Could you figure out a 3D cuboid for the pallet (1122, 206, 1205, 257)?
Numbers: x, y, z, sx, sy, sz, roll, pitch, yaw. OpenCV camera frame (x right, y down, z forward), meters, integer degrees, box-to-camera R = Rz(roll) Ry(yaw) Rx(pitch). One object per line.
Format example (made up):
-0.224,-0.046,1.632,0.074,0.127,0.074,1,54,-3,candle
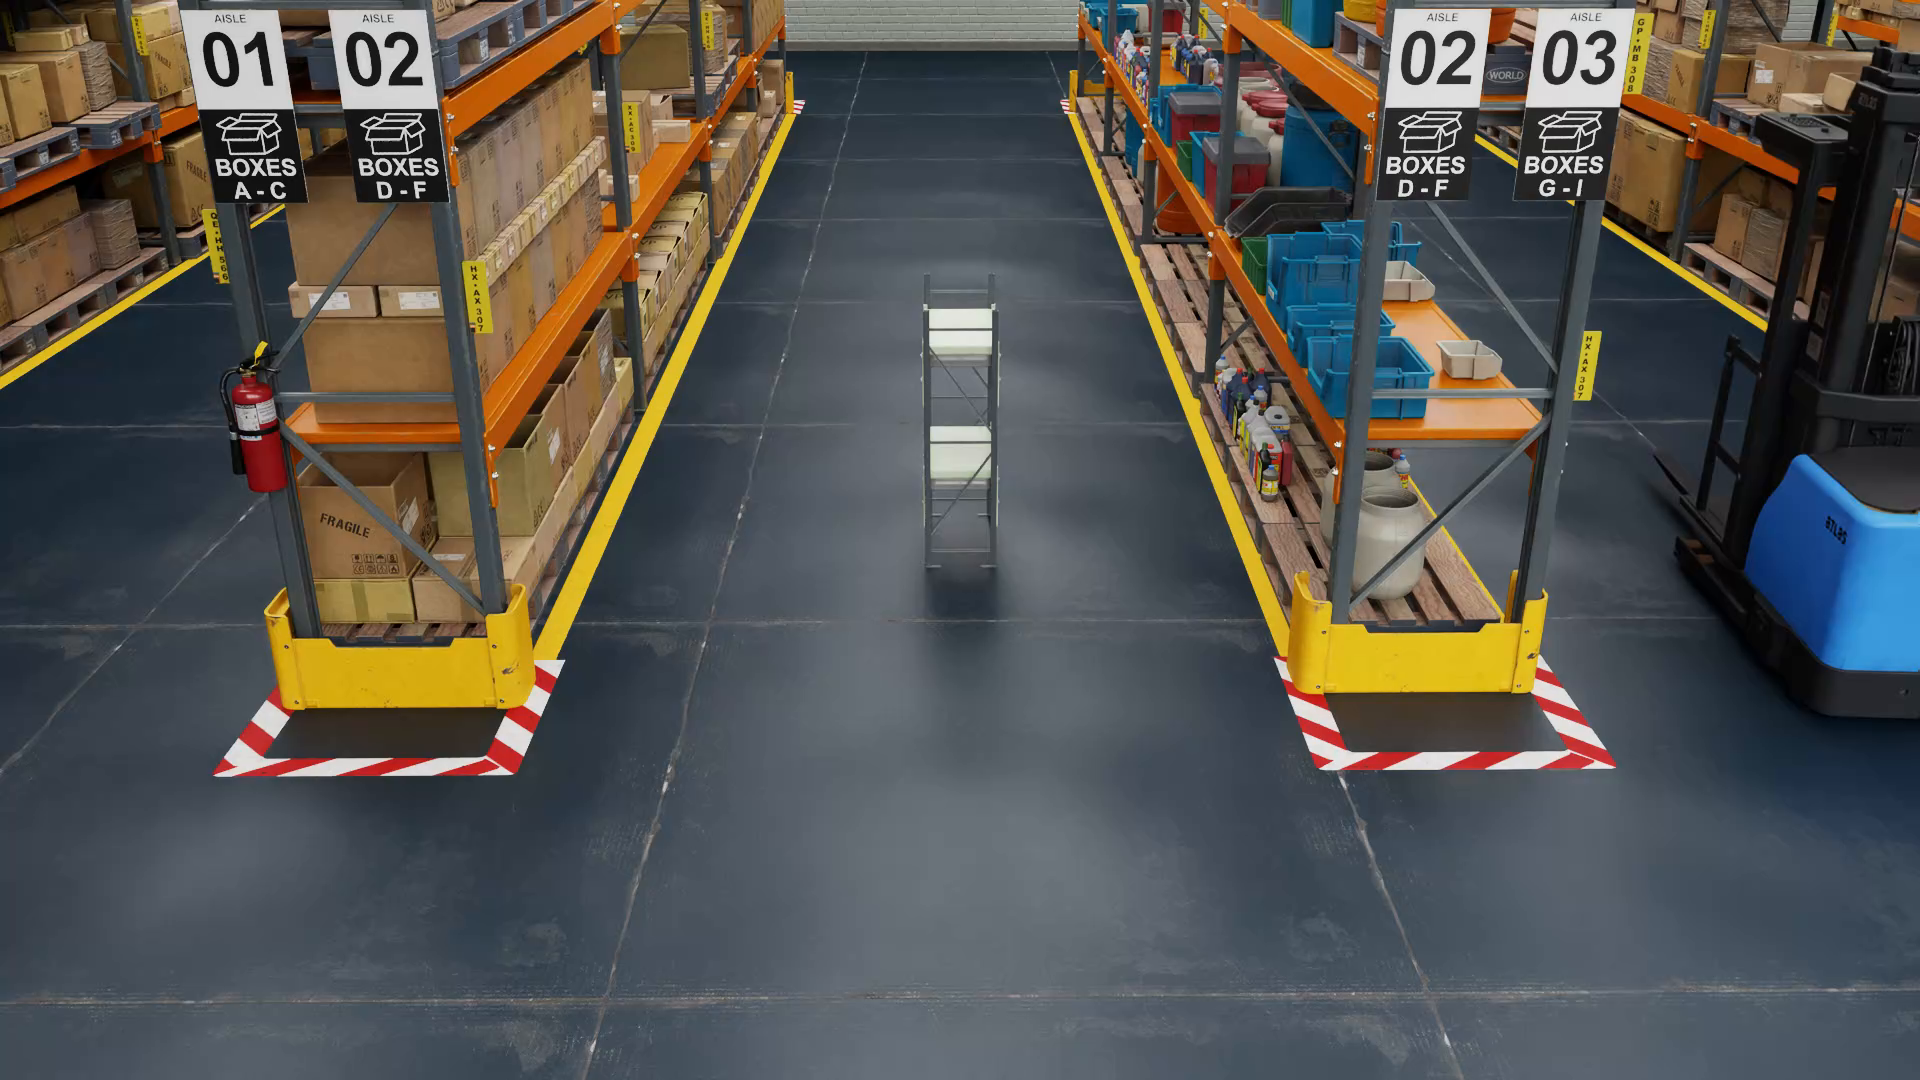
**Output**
2.136,-3.010,16.148,1.003,0.211,1.213,0,24,-1,pallet

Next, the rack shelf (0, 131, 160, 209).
-7.699,-2.759,13.084,1.077,0.370,4.000,0,24,-1,rack shelf

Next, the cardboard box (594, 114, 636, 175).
-2.721,-2.866,12.325,0.500,0.500,0.500,1,24,3,cardboard box

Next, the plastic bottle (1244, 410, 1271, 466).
1.832,-0.637,10.199,0.144,0.351,0.185,1,24,2,plastic bottle

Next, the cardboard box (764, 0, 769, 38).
-2.556,-6.257,19.823,0.500,0.500,0.500,0,24,-1,cardboard box

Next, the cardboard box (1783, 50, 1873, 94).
7.291,-3.763,13.799,0.700,0.500,0.500,3,25,7,cardboard box

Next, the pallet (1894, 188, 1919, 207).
7.319,-2.558,11.998,1.003,0.211,1.213,0,24,-1,pallet

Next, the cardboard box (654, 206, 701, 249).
-2.503,-2.700,14.226,0.500,0.311,0.500,-1,24,-1,cardboard box

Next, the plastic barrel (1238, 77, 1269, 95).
2.411,-3.584,13.898,0.421,0.512,0.421,0,24,0,plastic barrel

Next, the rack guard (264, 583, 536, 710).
-2.680,0.510,8.015,1.175,0.500,0.348,0,24,-1,rack guard

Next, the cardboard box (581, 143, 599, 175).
-2.506,-2.415,10.541,0.380,0.149,0.250,-1,24,-2,cardboard box

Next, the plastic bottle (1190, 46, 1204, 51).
2.479,-5.028,17.378,0.152,0.276,0.135,0,24,-1,plastic bottle

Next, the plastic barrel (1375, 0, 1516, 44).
2.141,-2.612,7.216,0.600,0.830,0.708,0,24,-1,plastic barrel

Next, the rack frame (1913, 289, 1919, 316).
7.182,-2.330,11.261,1.000,3.000,0.127,0,24,-1,rack frame

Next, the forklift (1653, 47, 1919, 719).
4.601,-1.059,8.535,1.130,2.935,3.031,1,24,3,forklift

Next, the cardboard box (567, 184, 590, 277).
-2.700,-1.932,10.260,0.700,0.500,0.500,-1,24,-1,cardboard box

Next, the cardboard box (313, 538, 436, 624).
-2.981,0.203,8.487,0.500,0.250,0.500,0,24,-1,cardboard box

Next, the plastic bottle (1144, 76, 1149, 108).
1.752,-4.162,15.455,0.061,0.283,0.133,0,24,-1,plastic bottle

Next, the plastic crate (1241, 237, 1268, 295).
1.962,-1.650,10.016,0.450,0.188,0.662,0,24,-1,plastic crate

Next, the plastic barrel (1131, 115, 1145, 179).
2.139,-4.323,17.705,0.600,0.901,0.708,0,24,-1,plastic barrel

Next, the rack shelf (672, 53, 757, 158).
-2.789,-4.431,16.781,1.077,0.370,4.000,0,24,-1,rack shelf

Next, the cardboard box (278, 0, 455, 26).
-2.682,-2.544,7.290,0.797,0.503,0.637,1,24,3,cardboard box

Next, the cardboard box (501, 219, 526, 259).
-2.482,-1.568,8.667,0.380,0.149,0.250,-1,24,-2,cardboard box

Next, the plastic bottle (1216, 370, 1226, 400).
1.796,-1.058,11.310,0.097,0.201,0.097,0,24,0,plastic bottle

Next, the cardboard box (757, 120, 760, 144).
-2.599,-4.732,19.303,0.500,0.311,0.500,0,24,-1,cardboard box

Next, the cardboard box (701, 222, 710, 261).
-2.518,-2.658,14.813,0.500,0.250,0.500,0,24,1,cardboard box

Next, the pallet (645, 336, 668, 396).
-2.771,-1.320,12.411,1.003,0.211,1.213,0,24,-1,pallet

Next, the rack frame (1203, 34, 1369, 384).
2.230,-2.307,11.212,1.000,3.000,0.127,0,24,-1,rack frame

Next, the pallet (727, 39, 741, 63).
-2.911,-5.166,17.765,1.003,0.211,1.213,0,24,-1,pallet

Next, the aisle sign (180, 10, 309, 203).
-2.973,-1.794,6.923,0.394,0.787,0.004,0,24,-1,aisle sign

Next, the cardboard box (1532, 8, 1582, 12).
6.823,-6.223,18.781,0.500,0.500,0.500,0,24,1,cardboard box

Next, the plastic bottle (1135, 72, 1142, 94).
1.762,-4.453,16.198,0.097,0.201,0.097,0,24,0,plastic bottle

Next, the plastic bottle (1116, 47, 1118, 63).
1.741,-5.258,17.976,0.097,0.201,0.097,0,24,0,plastic bottle

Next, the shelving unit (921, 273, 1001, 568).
0.000,-0.681,9.435,0.431,1.500,0.755,0,24,-1,shelving unit

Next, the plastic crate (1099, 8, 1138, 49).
1.796,-5.815,18.913,0.392,0.384,0.575,0,24,-1,plastic crate

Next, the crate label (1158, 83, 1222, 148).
1.926,-3.561,13.941,0.502,0.435,0.616,0,24,-1,crate label

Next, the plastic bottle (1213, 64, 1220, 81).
2.520,-4.505,16.228,0.097,0.271,0.097,0,24,0,plastic bottle

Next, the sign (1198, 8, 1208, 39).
2.692,-5.732,18.447,0.100,0.325,0.005,0,24,-1,sign

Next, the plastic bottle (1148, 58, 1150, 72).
1.885,-4.615,16.455,0.061,0.283,0.133,0,24,-1,plastic bottle

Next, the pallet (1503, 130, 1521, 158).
7.165,-4.669,19.818,1.003,0.211,1.213,0,24,-1,pallet

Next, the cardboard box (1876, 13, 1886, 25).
11.800,-6.572,20.945,0.380,0.149,0.250,0,24,-1,cardboard box

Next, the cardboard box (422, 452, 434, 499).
-3.009,-0.550,9.244,0.500,0.500,0.500,0,24,-1,cardboard box

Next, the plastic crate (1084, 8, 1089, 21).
1.700,-6.644,21.047,0.250,0.136,0.298,0,24,-1,plastic crate

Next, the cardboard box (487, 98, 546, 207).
-2.696,-2.120,9.102,0.700,0.500,0.500,0,24,-1,cardboard box

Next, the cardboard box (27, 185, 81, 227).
-7.717,-2.783,13.852,0.500,0.250,0.500,0,24,0,cardboard box

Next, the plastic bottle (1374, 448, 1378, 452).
2.560,-0.547,10.097,0.097,0.271,0.097,0,24,0,plastic bottle

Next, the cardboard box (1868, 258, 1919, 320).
7.211,-1.841,12.680,0.700,0.500,0.500,0,24,-1,cardboard box

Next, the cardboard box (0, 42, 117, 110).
-7.705,-3.963,14.218,0.700,0.500,0.500,-3,25,-7,cardboard box

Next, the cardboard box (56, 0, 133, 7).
-7.987,-4.842,15.399,0.500,0.250,0.500,-1,24,-2,cardboard box

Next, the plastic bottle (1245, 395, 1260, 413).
1.864,-0.792,10.638,0.097,0.271,0.097,0,24,0,plastic bottle

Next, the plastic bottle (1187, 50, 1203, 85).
2.341,-4.694,16.549,0.144,0.351,0.185,0,24,-1,plastic bottle

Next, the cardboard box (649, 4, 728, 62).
-2.730,-5.092,16.738,0.700,0.500,0.500,-6,25,-14,cardboard box

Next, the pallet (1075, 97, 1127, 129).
2.069,-5.642,21.968,1.003,0.211,1.213,0,24,-1,pallet
